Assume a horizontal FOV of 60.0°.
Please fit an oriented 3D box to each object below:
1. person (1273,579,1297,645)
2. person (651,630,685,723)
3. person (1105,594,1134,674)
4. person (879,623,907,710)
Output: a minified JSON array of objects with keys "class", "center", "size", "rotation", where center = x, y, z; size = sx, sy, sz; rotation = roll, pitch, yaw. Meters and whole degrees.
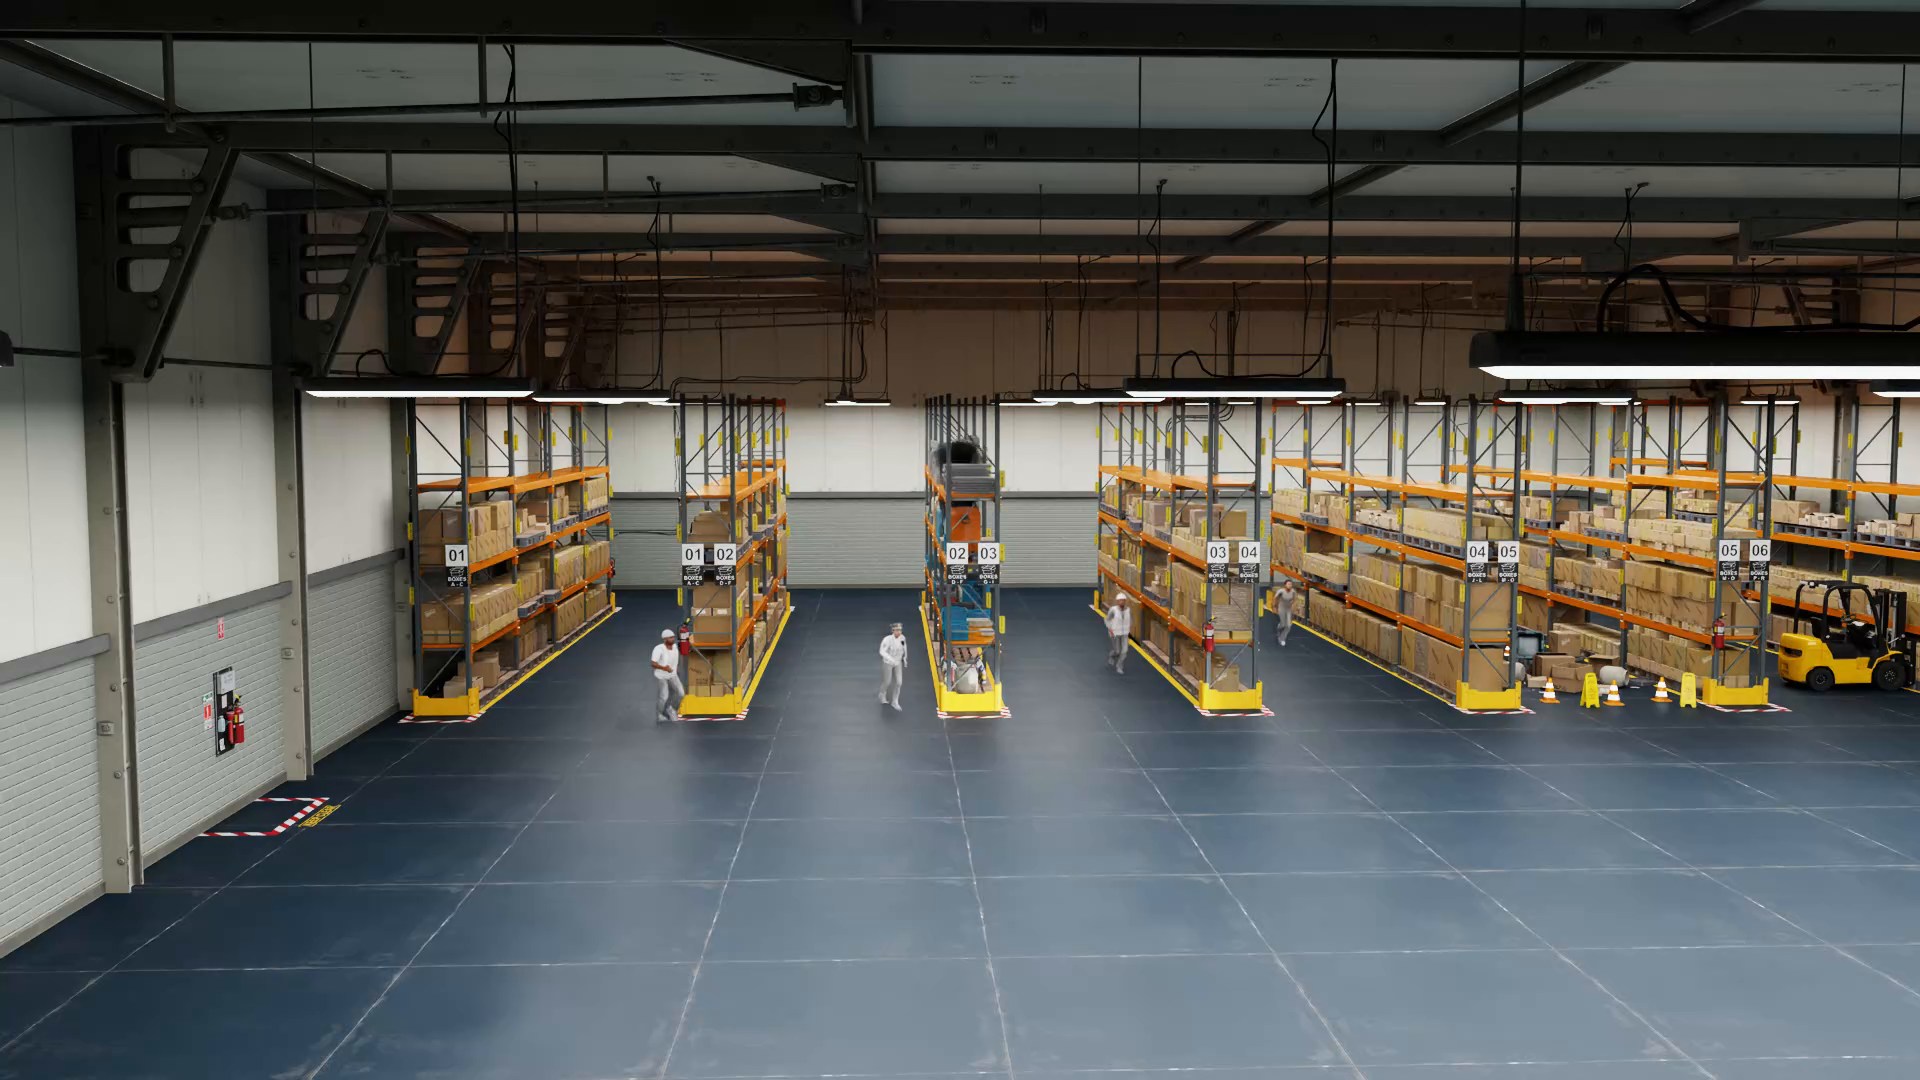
[{"class":"person","center":[7.886,1.737,40.426],"size":[0.550,1.604,0.632],"rotation":[-1,5,-16]},{"class":"person","center":[-5.297,2.478,30.136],"size":[0.684,1.731,0.741],"rotation":[-4,6,-45]},{"class":"person","center":[3.474,2.018,36.123],"size":[0.667,1.733,0.663],"rotation":[-1,5,-16]},{"class":"person","center":[-1.307,2.397,31.905],"size":[0.607,1.671,0.804],"rotation":[-2,5,-24]}]
